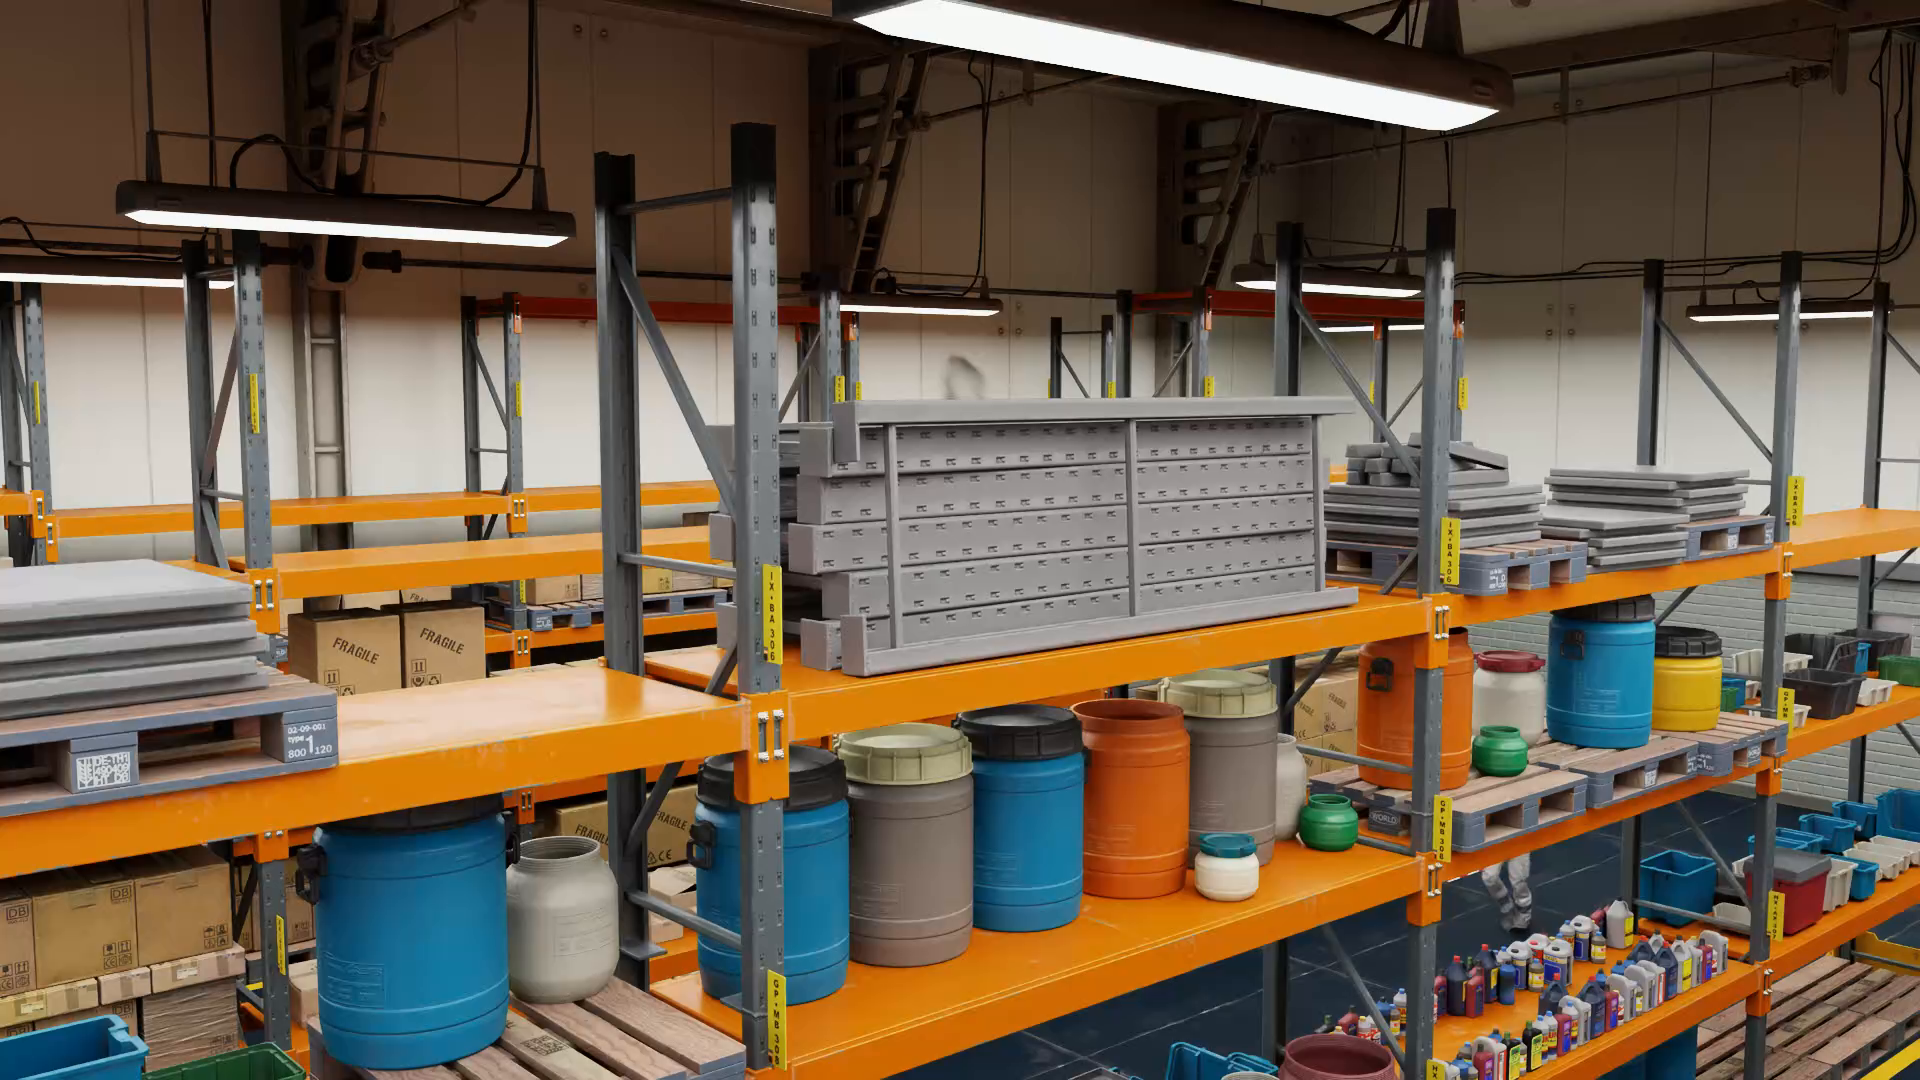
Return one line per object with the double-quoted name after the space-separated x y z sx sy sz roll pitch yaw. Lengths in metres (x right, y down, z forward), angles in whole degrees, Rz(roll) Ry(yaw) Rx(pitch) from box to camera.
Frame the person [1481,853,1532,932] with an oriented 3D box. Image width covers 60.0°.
5.083 2.814 15.583 0.702 1.741 0.714 4 7 37 "person"
